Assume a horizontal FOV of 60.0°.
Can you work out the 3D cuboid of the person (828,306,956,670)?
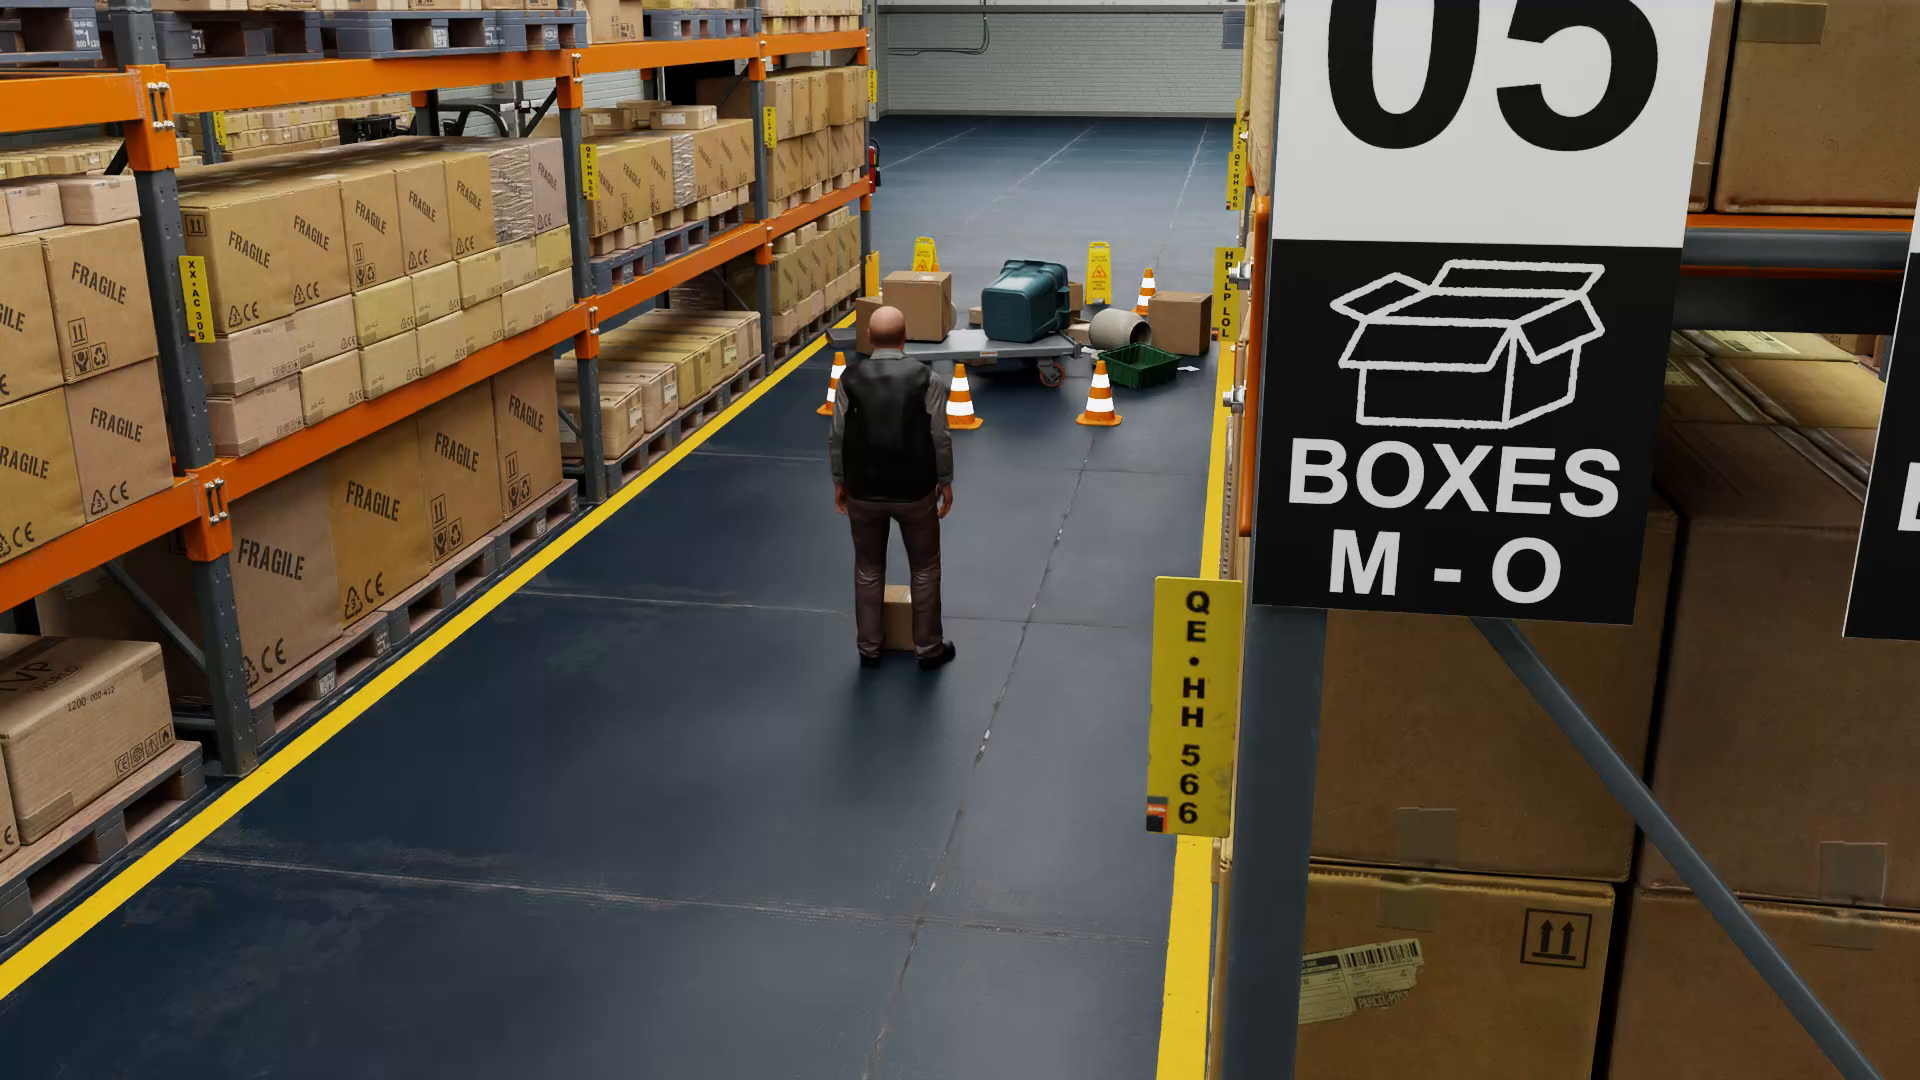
[{"bbox_3d":[-0.320,-0.226,7.802,0.579,1.719,0.422,2,18,6],"label":"person"}]
